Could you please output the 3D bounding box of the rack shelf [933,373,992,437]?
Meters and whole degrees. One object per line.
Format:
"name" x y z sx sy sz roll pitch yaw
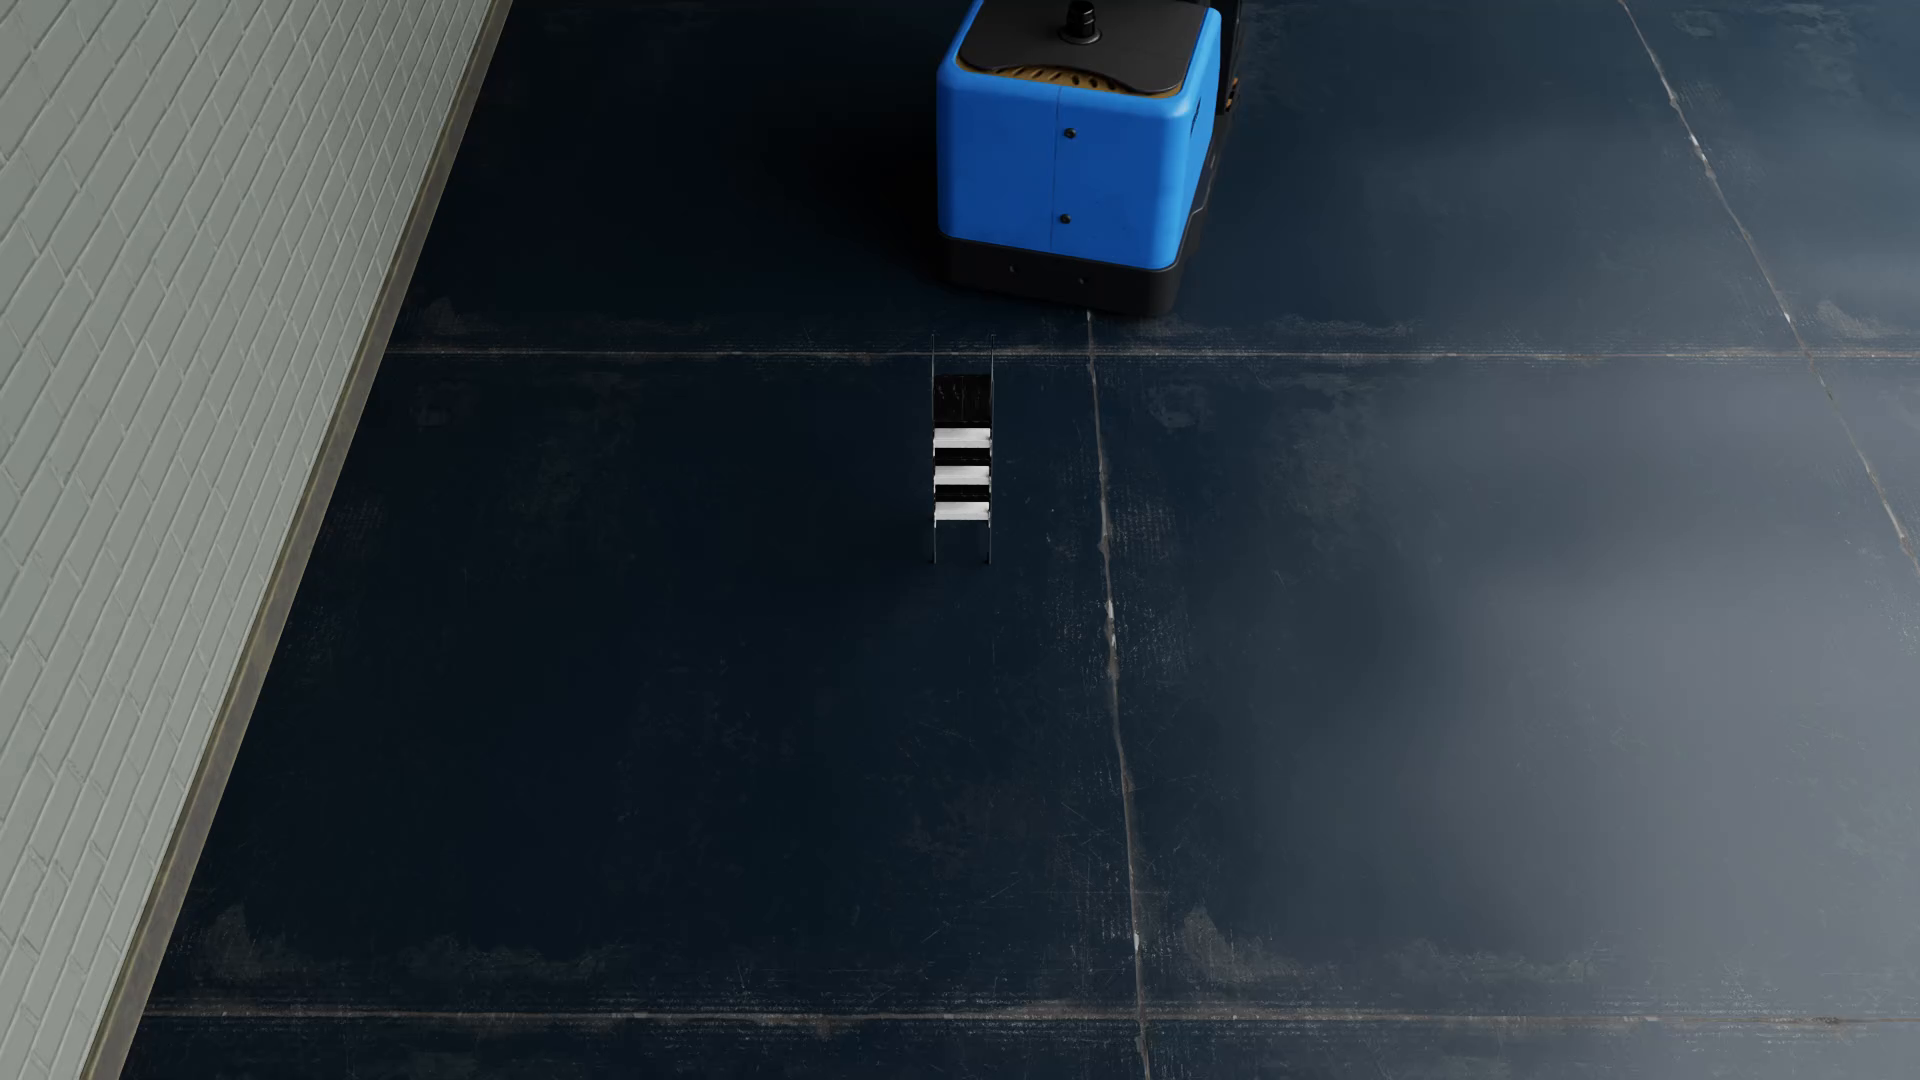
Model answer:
"rack shelf" 0.008 -0.468 5.747 0.200 0.077 0.258 0 47 0

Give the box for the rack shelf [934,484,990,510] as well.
"rack shelf" 0.008 -0.223 6.011 0.200 0.077 0.258 0 47 0

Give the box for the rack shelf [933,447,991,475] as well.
"rack shelf" 0.008 -0.345 5.879 0.200 0.077 0.258 0 47 0

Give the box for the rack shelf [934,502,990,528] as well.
"rack shelf" 0.008 -0.161 6.077 0.200 0.077 0.258 0 47 0

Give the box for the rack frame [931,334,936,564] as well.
"rack frame" -0.094 -0.307 5.921 0.006 0.900 0.240 0 47 0

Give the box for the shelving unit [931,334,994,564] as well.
"shelving unit" 0.008 -0.307 5.921 0.210 0.900 0.258 0 47 0

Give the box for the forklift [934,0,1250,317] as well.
"forklift" 0.766 -3.044 7.081 1.130 2.935 3.031 11 48 10

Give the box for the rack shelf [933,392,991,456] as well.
"rack shelf" 0.008 -0.406 5.813 0.200 0.077 0.258 0 47 0

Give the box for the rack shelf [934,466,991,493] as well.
"rack shelf" 0.008 -0.284 5.945 0.200 0.077 0.258 0 47 0

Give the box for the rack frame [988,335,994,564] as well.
"rack frame" 0.110 -0.306 5.920 0.006 0.900 0.240 0 47 0
